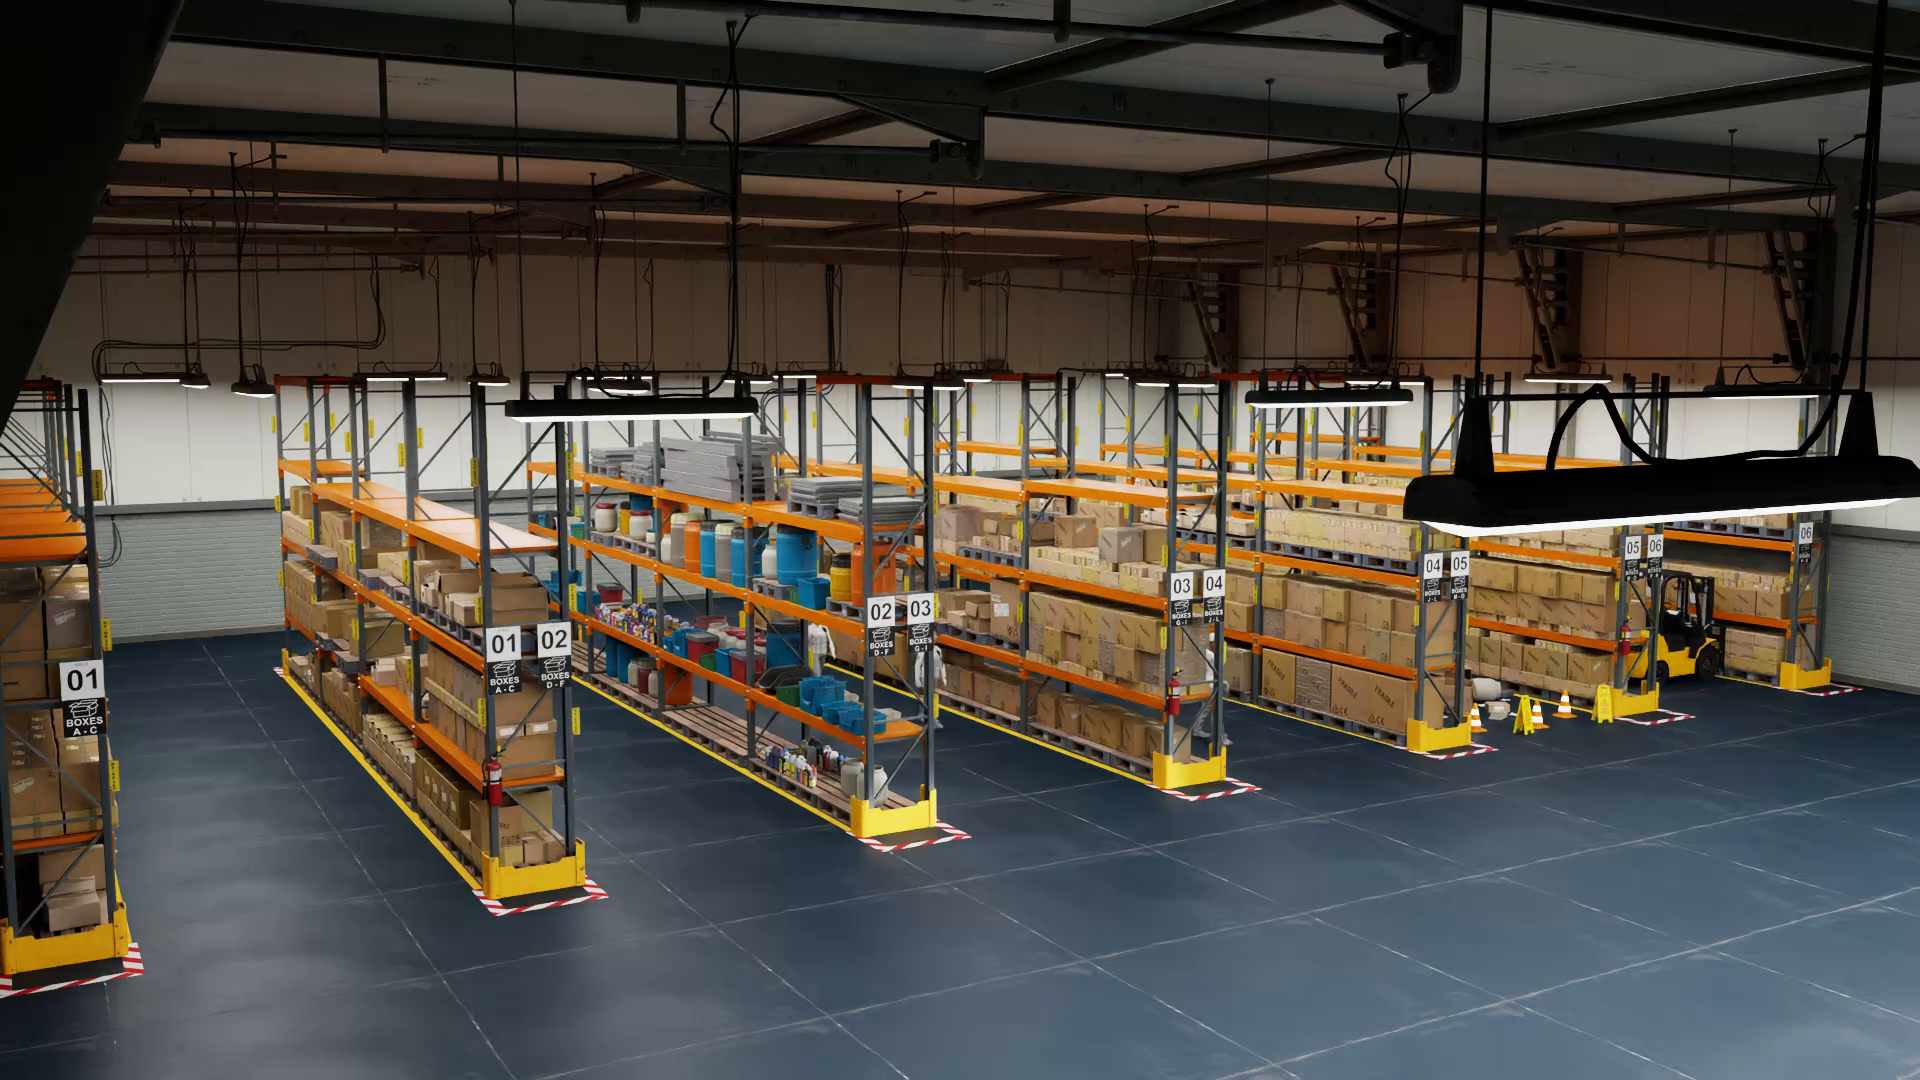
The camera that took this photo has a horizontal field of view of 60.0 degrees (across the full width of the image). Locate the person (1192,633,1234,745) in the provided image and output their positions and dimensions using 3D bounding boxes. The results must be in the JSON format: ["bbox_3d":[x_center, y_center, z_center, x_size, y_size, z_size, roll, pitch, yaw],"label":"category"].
[{"bbox_3d":[4.217,2.443,27.570,0.704,1.811,0.577,1,6,13],"label":"person"}]

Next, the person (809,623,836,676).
[{"bbox_3d":[-2.625,2.108,31.018,0.554,1.623,1.041,-3,7,-28],"label":"person"}]

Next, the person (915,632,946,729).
[{"bbox_3d":[-0.461,2.375,28.570,0.497,1.628,0.934,-6,8,-42],"label":"person"}]
